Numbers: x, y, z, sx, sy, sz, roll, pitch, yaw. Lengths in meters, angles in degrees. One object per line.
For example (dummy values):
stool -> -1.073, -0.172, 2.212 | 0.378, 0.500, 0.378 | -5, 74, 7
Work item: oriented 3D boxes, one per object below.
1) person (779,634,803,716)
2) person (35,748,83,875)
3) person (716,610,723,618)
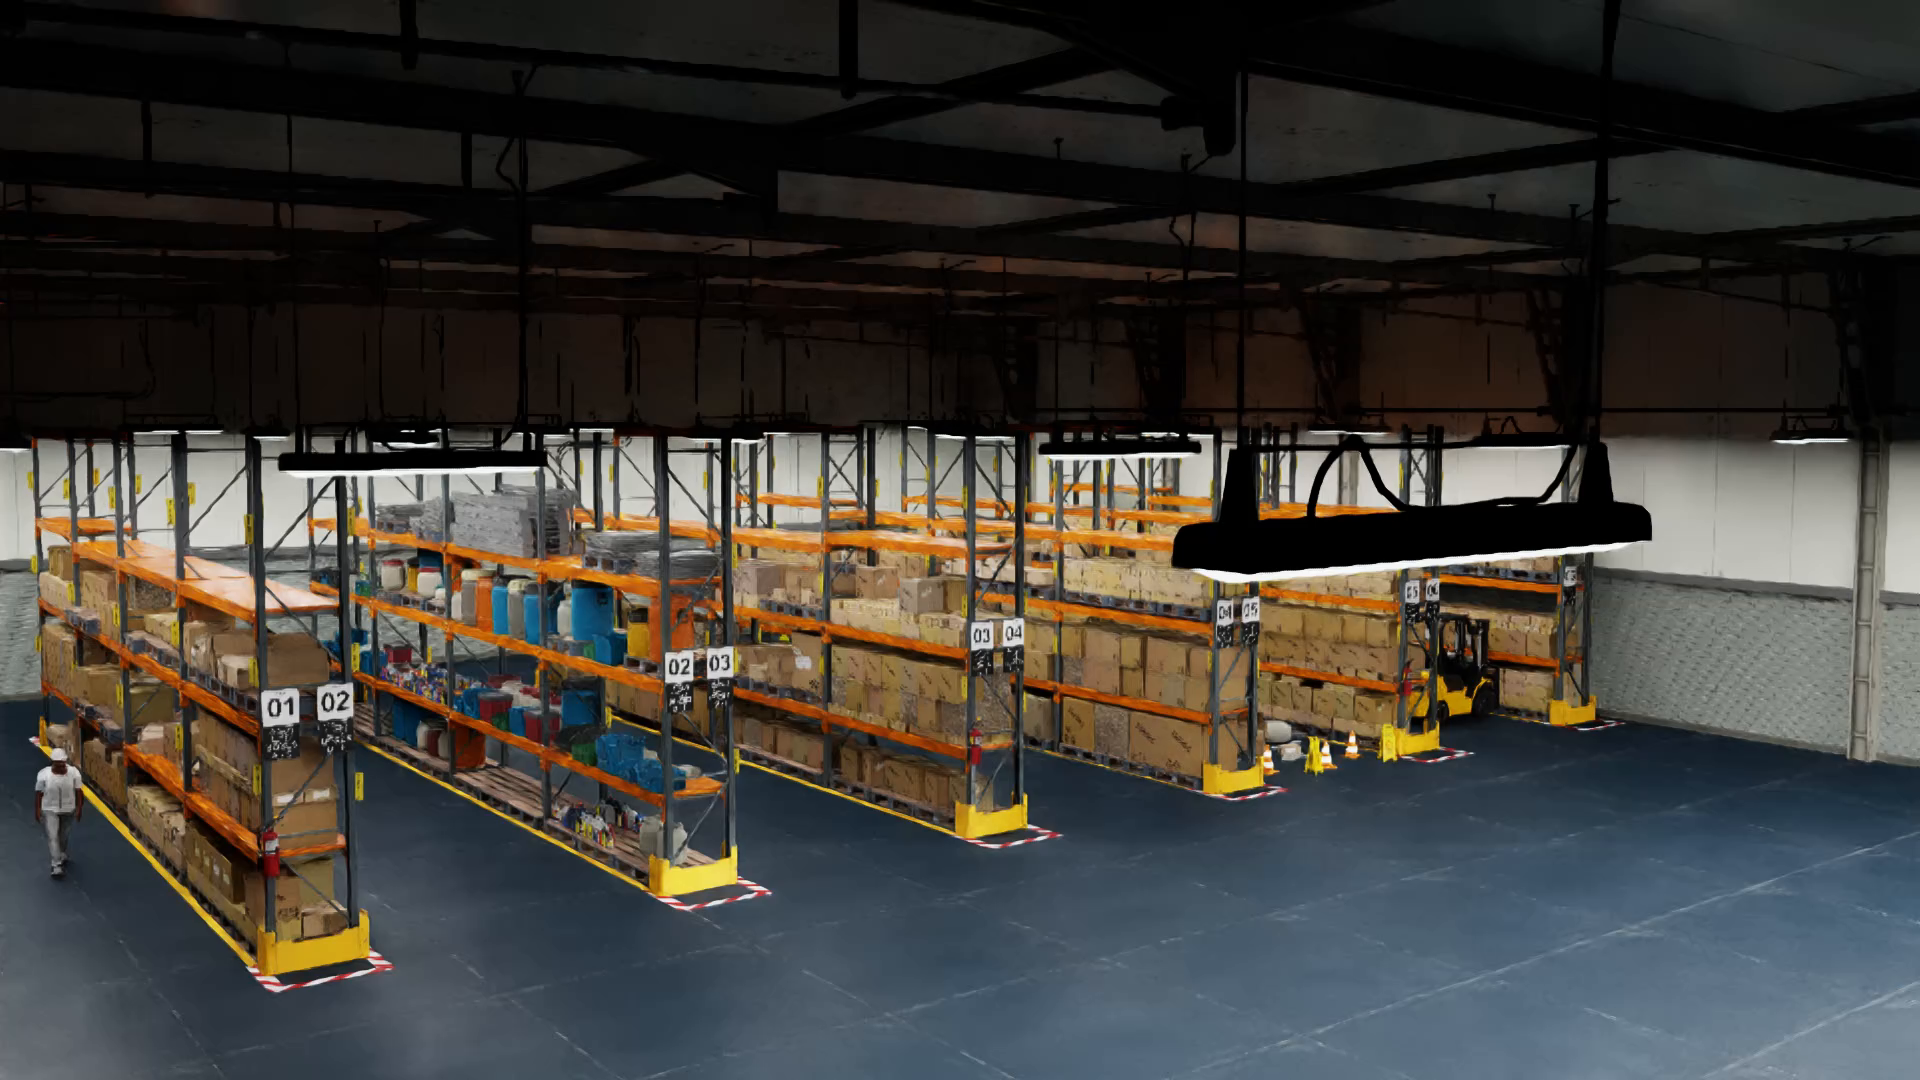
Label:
person -> -3.665, 2.778, 34.417 | 0.577, 1.687, 1.121 | -3, 5, -34
person -> -12.348, 3.683, 22.840 | 0.575, 1.689, 1.128 | -4, 6, -39
person -> -6.150, 2.059, 43.803 | 0.638, 1.659, 0.459 | 2, 5, 22
